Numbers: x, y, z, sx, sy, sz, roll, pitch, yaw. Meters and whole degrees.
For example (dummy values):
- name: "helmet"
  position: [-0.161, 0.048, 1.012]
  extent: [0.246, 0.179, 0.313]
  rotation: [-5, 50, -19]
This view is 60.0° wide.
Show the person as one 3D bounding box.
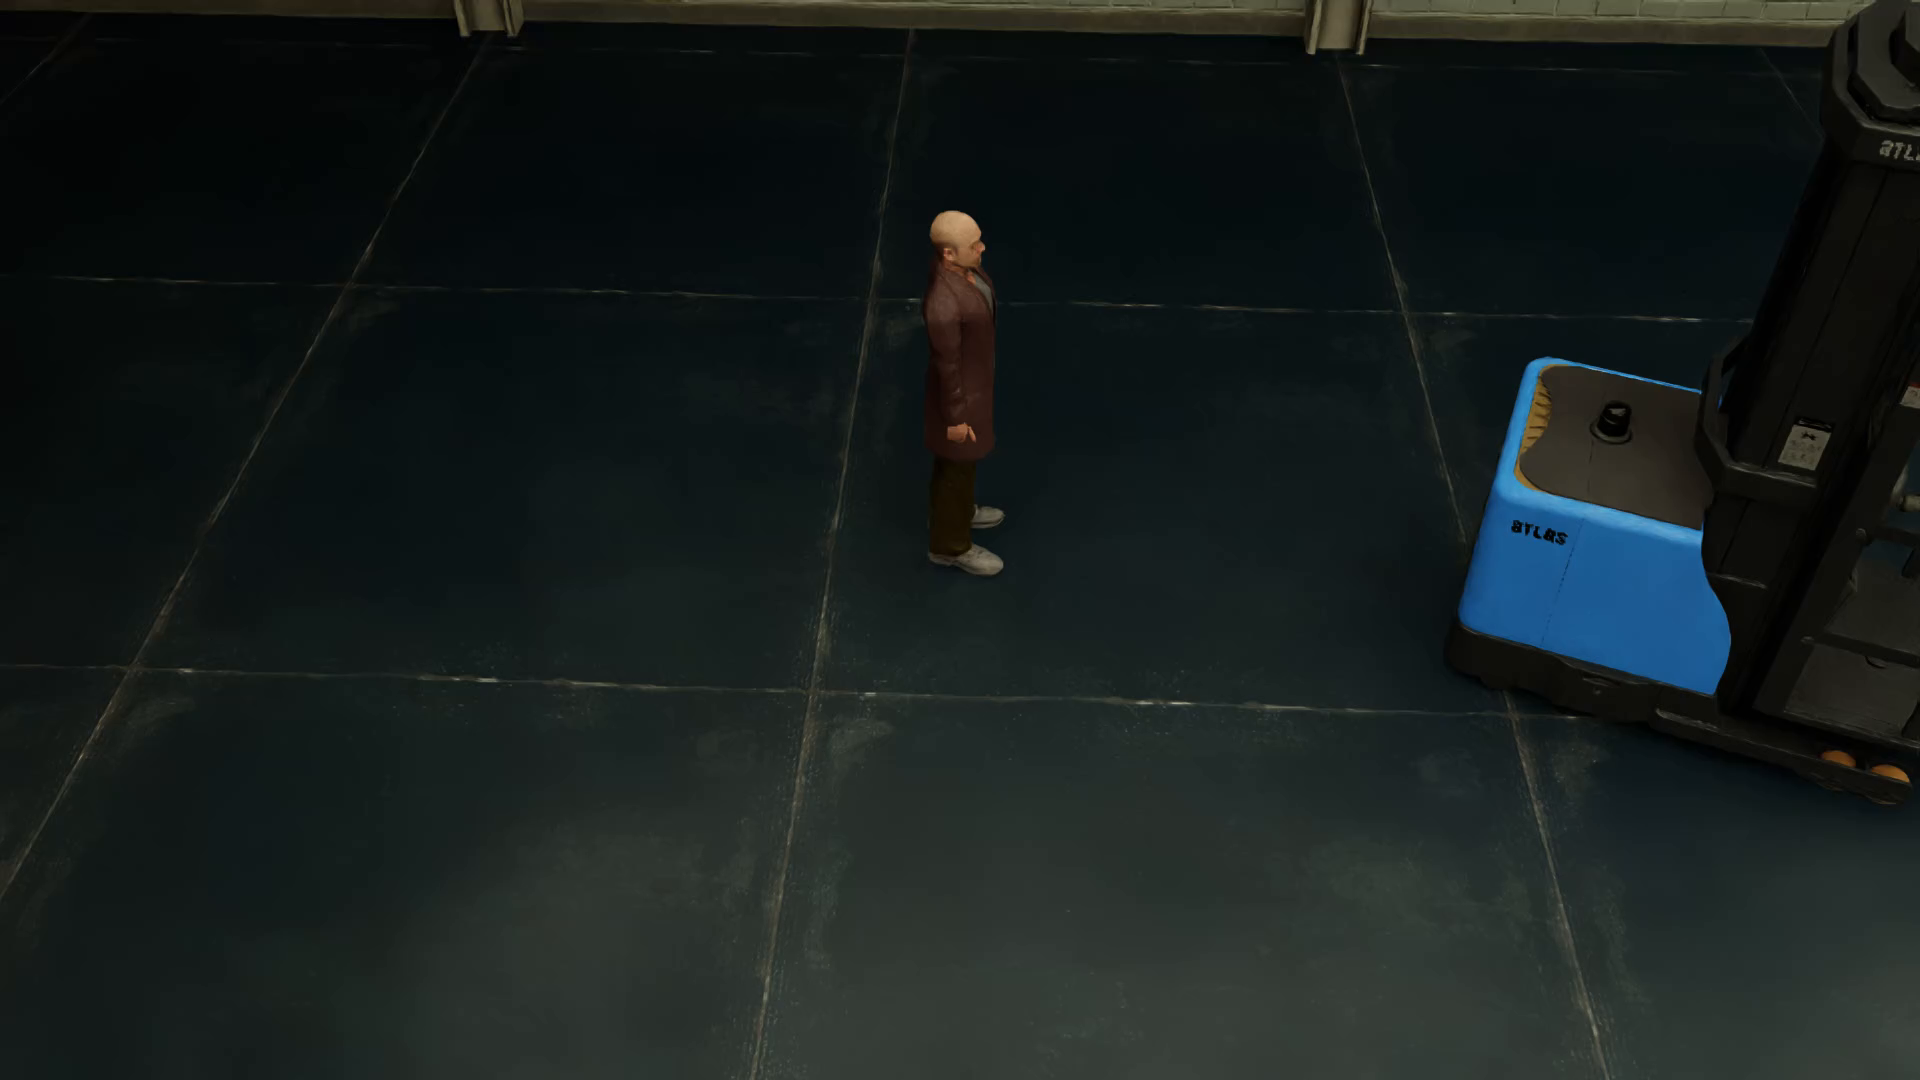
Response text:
- name: "person"
  position: [0.027, -0.659, 7.315]
  extent: [0.377, 1.783, 0.558]
  rotation: [2, 42, 2]

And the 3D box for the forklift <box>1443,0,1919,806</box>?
- name: "forklift"
  position: [3.677, -0.421, 6.203]
  extent: [3.031, 2.935, 1.130]
  rotation: [16, 45, 16]
